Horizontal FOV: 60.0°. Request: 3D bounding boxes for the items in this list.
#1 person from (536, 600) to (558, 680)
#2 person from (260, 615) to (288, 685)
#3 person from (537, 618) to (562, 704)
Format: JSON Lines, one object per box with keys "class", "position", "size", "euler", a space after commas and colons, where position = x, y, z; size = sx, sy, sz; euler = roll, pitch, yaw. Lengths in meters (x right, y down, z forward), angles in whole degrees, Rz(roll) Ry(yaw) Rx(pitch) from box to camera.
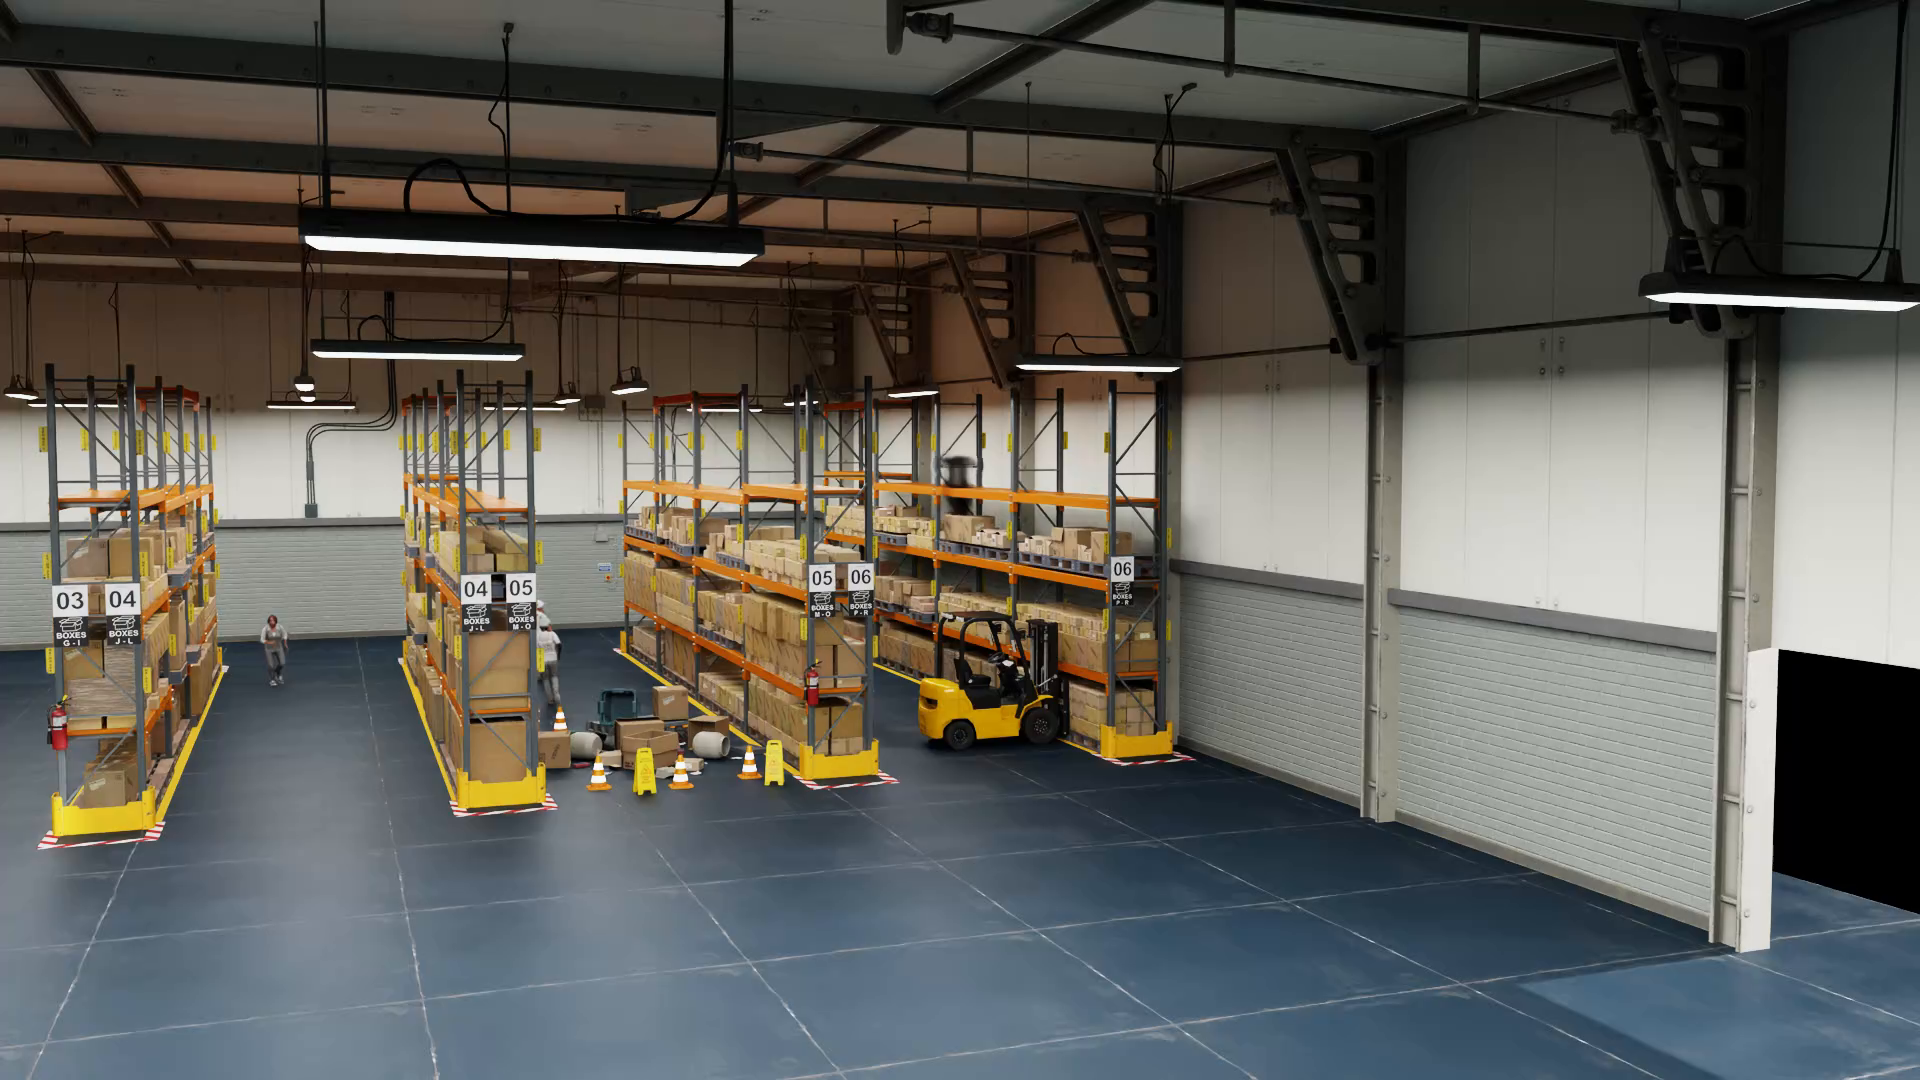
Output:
{"class": "person", "position": [-8.823, 2.133, 34.937], "size": [0.788, 1.720, 0.673], "euler": [0, 3, 8]}
{"class": "person", "position": [-14.055, 2.263, 34.091], "size": [0.542, 1.493, 0.793], "euler": [-2, 4, -29]}
{"class": "person", "position": [-7.916, 2.316, 31.826], "size": [0.601, 1.651, 0.506], "euler": [-1, 3, -14]}
